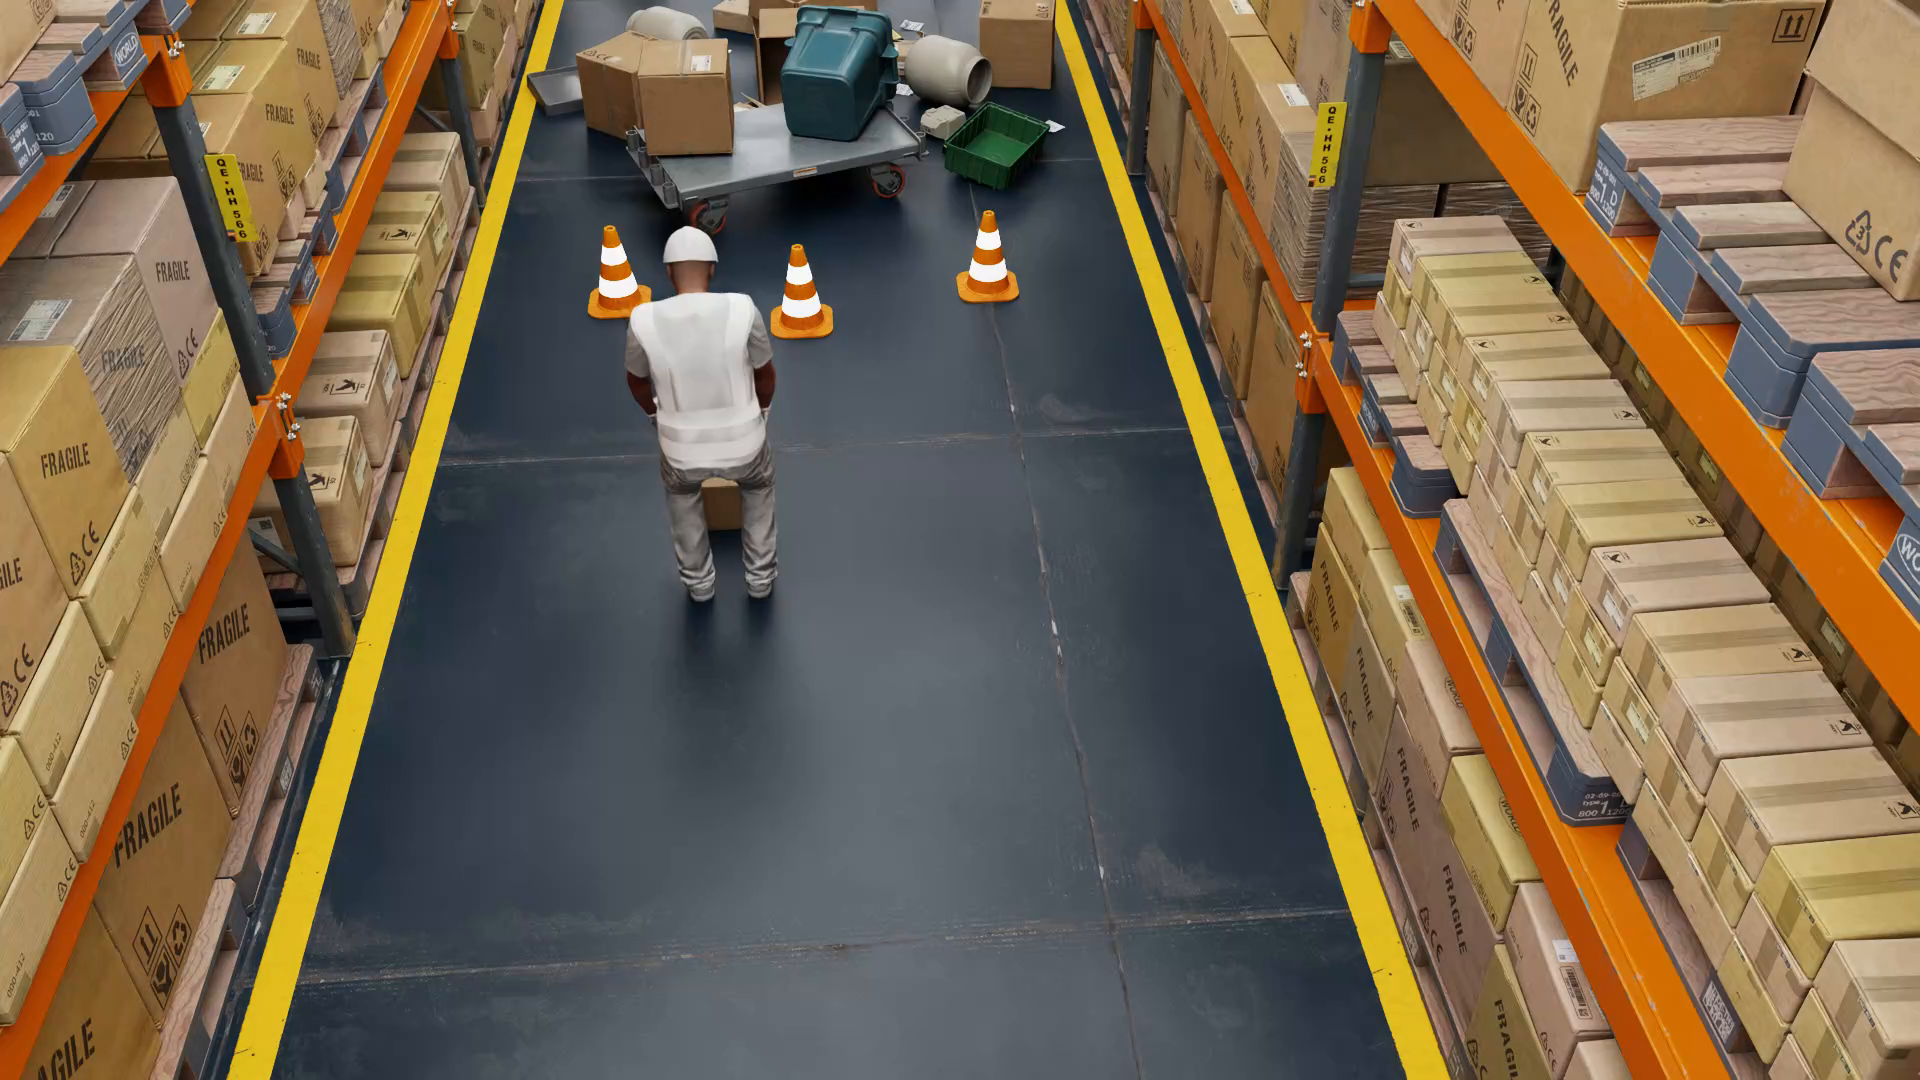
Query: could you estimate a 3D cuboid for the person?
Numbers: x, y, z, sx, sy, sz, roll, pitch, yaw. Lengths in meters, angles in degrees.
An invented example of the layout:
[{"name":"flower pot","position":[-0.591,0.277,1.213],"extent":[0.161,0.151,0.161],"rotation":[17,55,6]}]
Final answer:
[{"name":"person","position":[-1.048,-0.470,6.852],"extent":[0.598,1.624,0.606],"rotation":[-3,39,-3]}]
